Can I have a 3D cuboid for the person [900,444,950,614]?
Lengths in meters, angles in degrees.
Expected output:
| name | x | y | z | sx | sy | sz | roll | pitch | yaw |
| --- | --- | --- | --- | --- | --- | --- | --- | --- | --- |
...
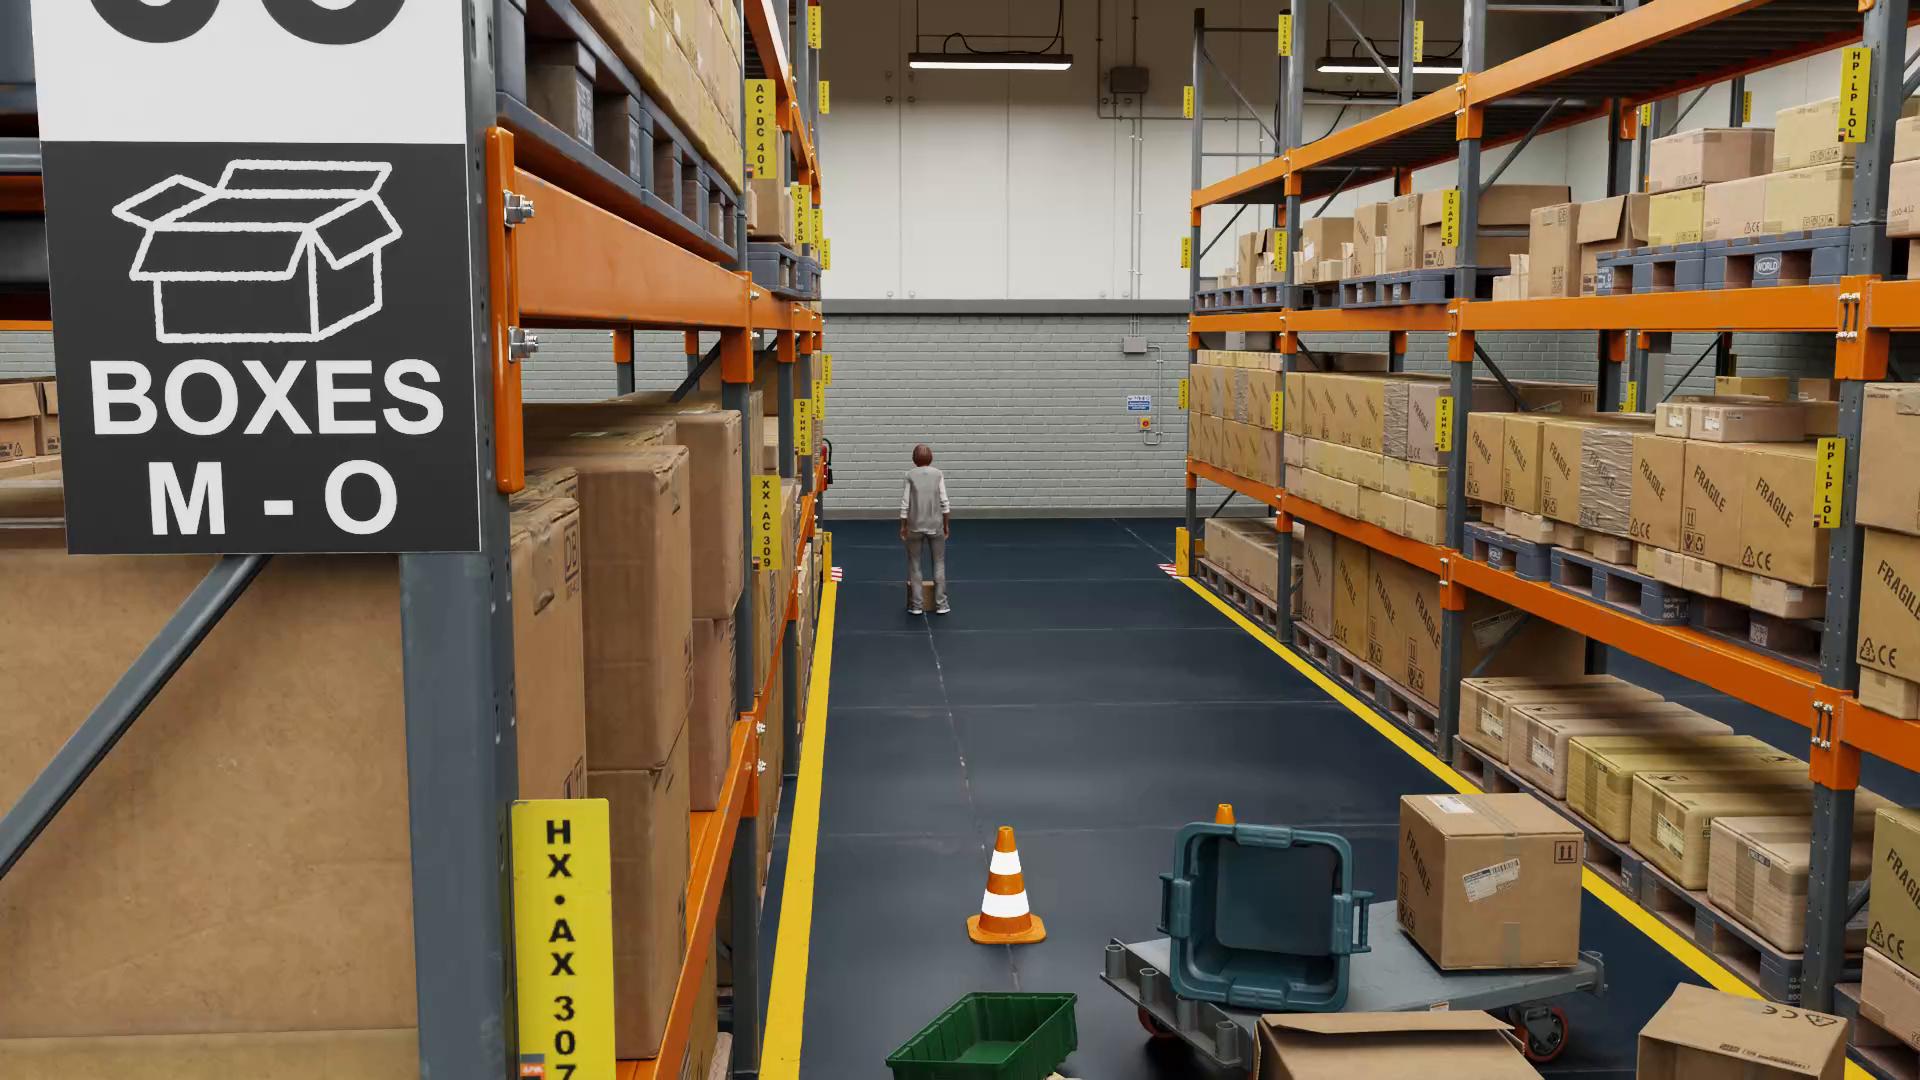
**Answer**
| name | x | y | z | sx | sy | sz | roll | pitch | yaw |
| --- | --- | --- | --- | --- | --- | --- | --- | --- | --- |
| person | -0.325 | -0.099 | 15.603 | 0.476 | 1.592 | 0.349 | -1 | 7 | -6 |
